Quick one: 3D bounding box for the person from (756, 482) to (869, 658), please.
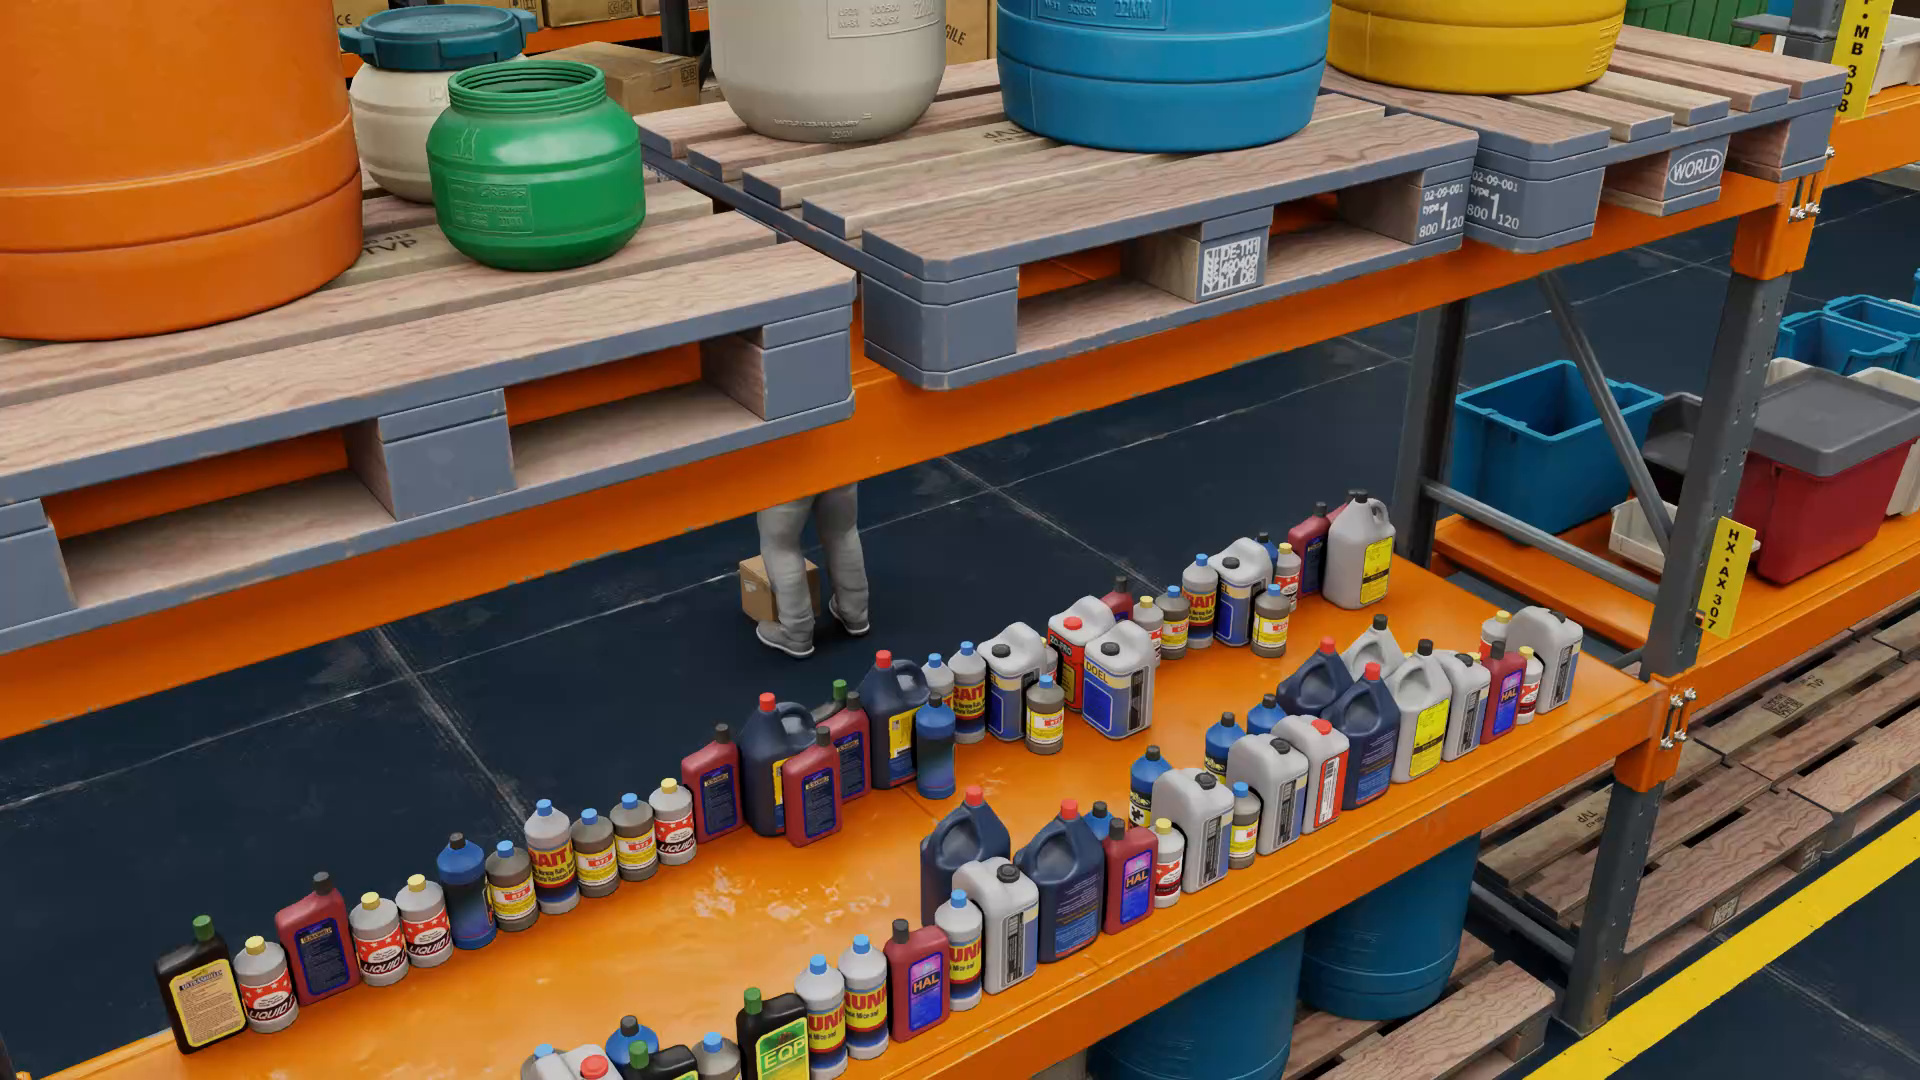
[{"bbox_3d":[-0.624,-0.340,6.742,0.606,1.749,0.429,-21,35,-33],"label":"person"}]
